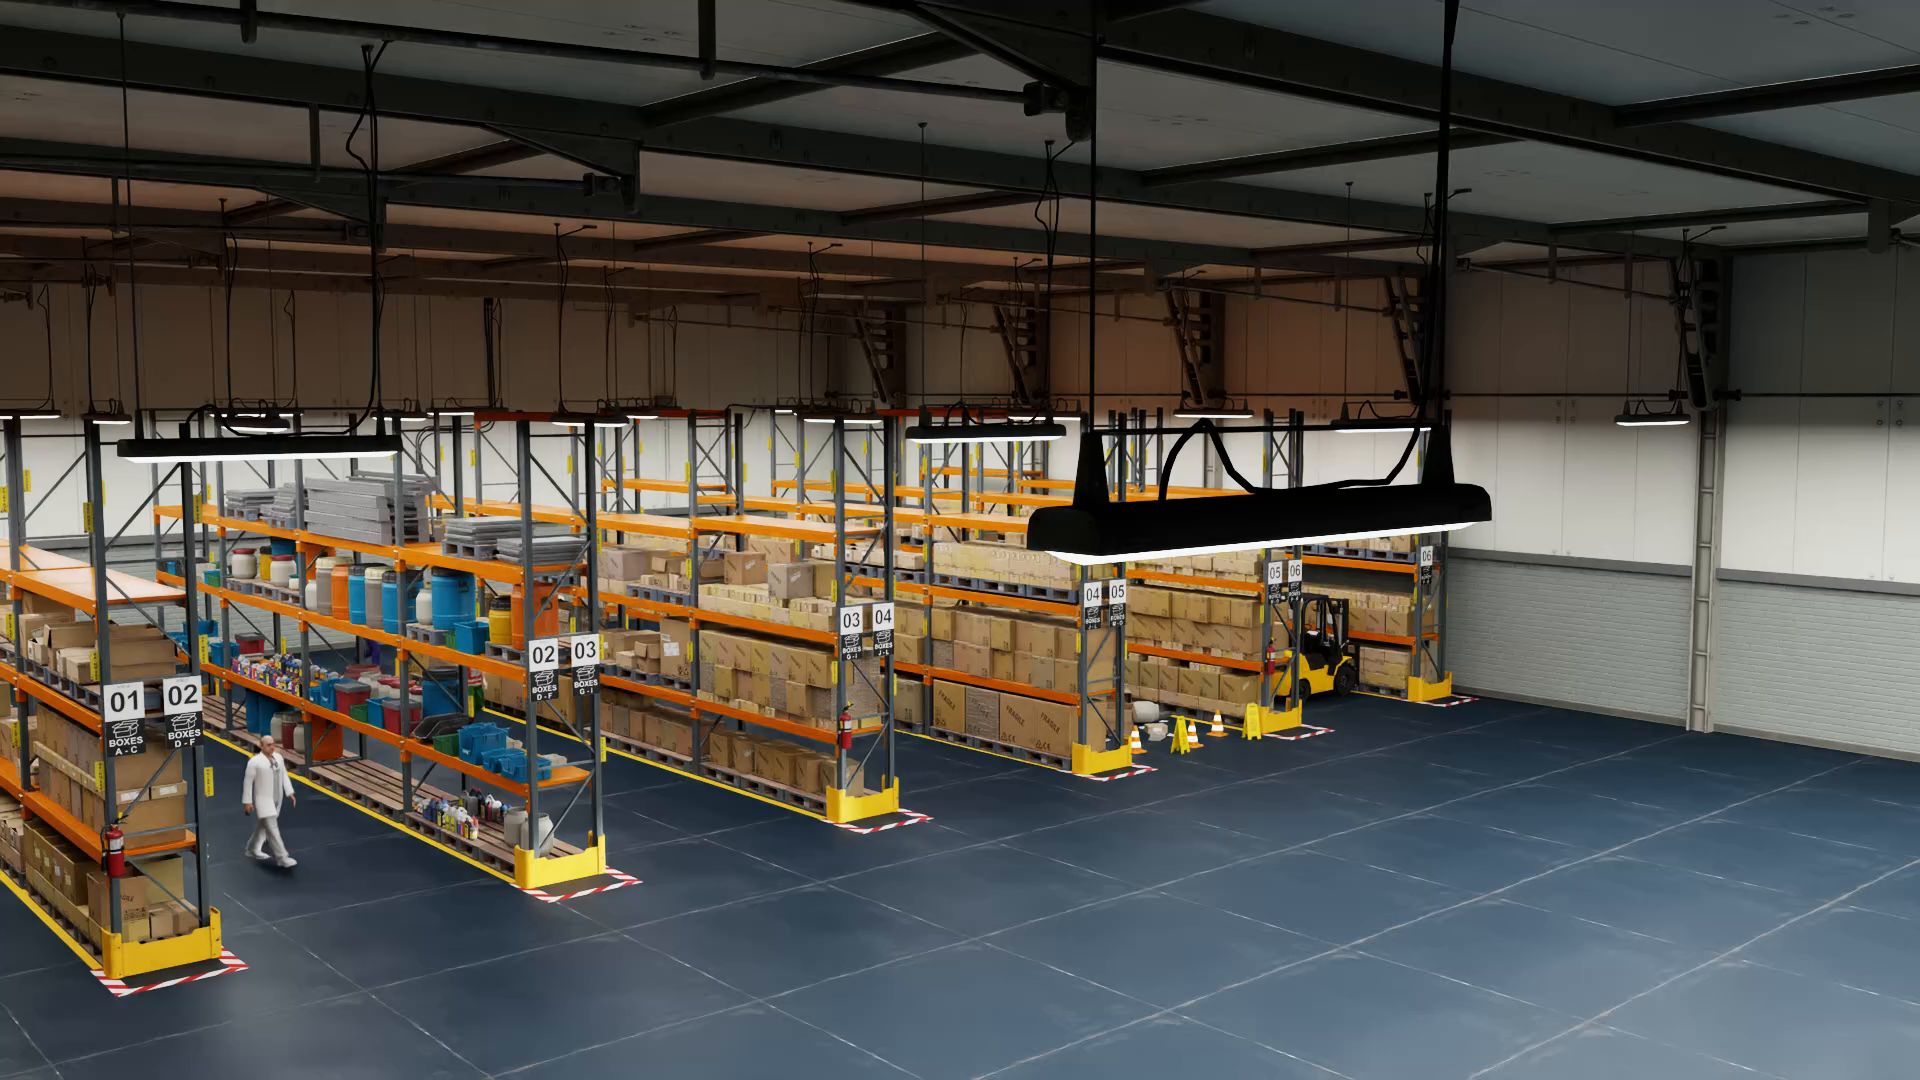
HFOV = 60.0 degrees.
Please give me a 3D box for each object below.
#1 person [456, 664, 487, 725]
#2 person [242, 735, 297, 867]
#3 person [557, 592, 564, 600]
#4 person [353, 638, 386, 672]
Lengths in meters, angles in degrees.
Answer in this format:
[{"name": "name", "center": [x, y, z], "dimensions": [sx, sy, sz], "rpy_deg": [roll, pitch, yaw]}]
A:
[{"name": "person", "center": [-9.215, 2.724, 31.151], "dimensions": [0.703, 1.765, 0.624], "rpy_deg": [3, 6, 35]}, {"name": "person", "center": [-9.222, 3.482, 22.318], "dimensions": [1.104, 1.729, 0.600], "rpy_deg": [2, 5, 19]}, {"name": "person", "center": [-9.958, 1.915, 41.003], "dimensions": [0.481, 1.600, 1.038], "rpy_deg": [-1, 5, -12]}, {"name": "person", "center": [-13.481, 2.184, 37.943], "dimensions": [0.788, 1.608, 0.483], "rpy_deg": [0, 5, -2]}]
